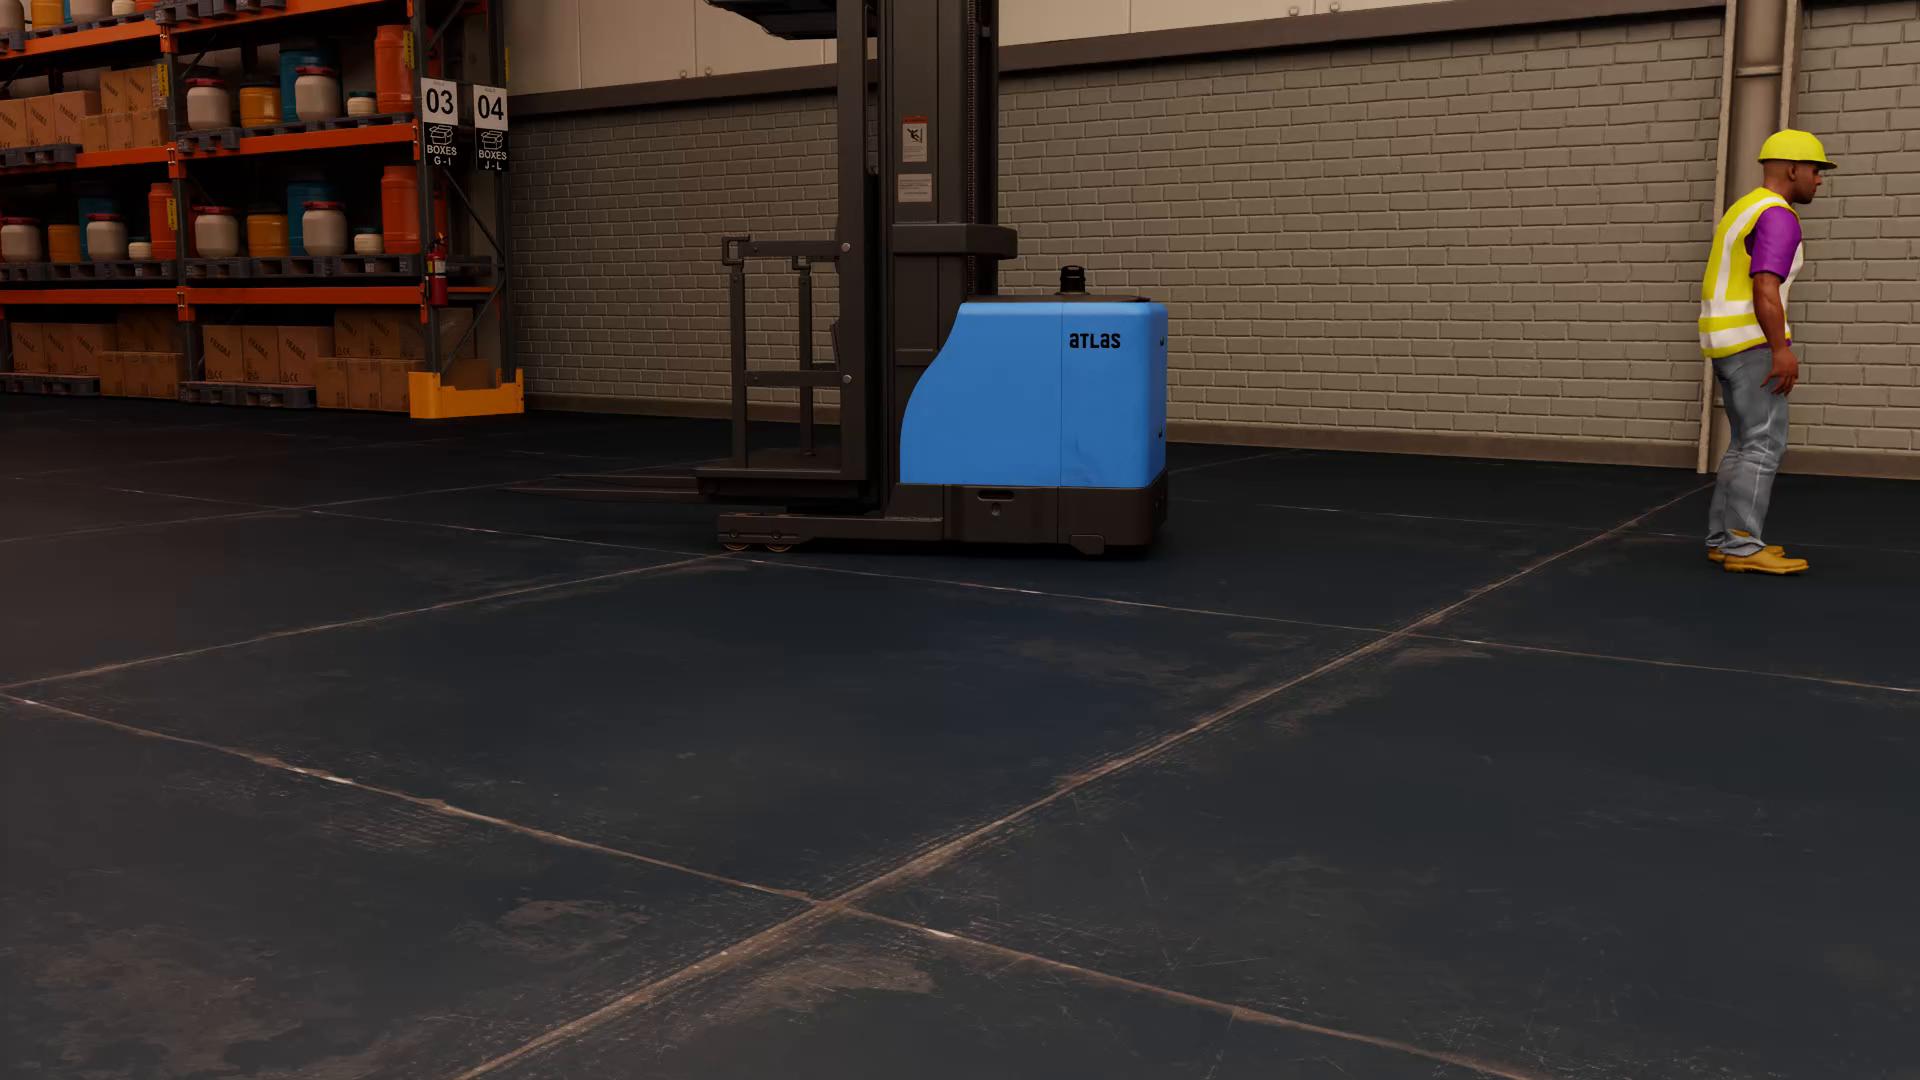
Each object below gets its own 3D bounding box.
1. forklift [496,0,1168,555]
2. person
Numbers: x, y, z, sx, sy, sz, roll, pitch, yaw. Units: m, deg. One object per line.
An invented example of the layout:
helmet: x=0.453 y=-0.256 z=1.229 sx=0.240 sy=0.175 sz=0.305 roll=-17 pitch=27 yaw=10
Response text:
forklift: x=-0.596 y=-1.469 z=7.520 sx=3.031 sy=2.935 sz=1.130 roll=2 pitch=8 yaw=12
person: x=3.258 y=-0.766 z=6.753 sx=0.463 sy=1.760 sz=0.633 roll=2 pitch=8 yaw=13
